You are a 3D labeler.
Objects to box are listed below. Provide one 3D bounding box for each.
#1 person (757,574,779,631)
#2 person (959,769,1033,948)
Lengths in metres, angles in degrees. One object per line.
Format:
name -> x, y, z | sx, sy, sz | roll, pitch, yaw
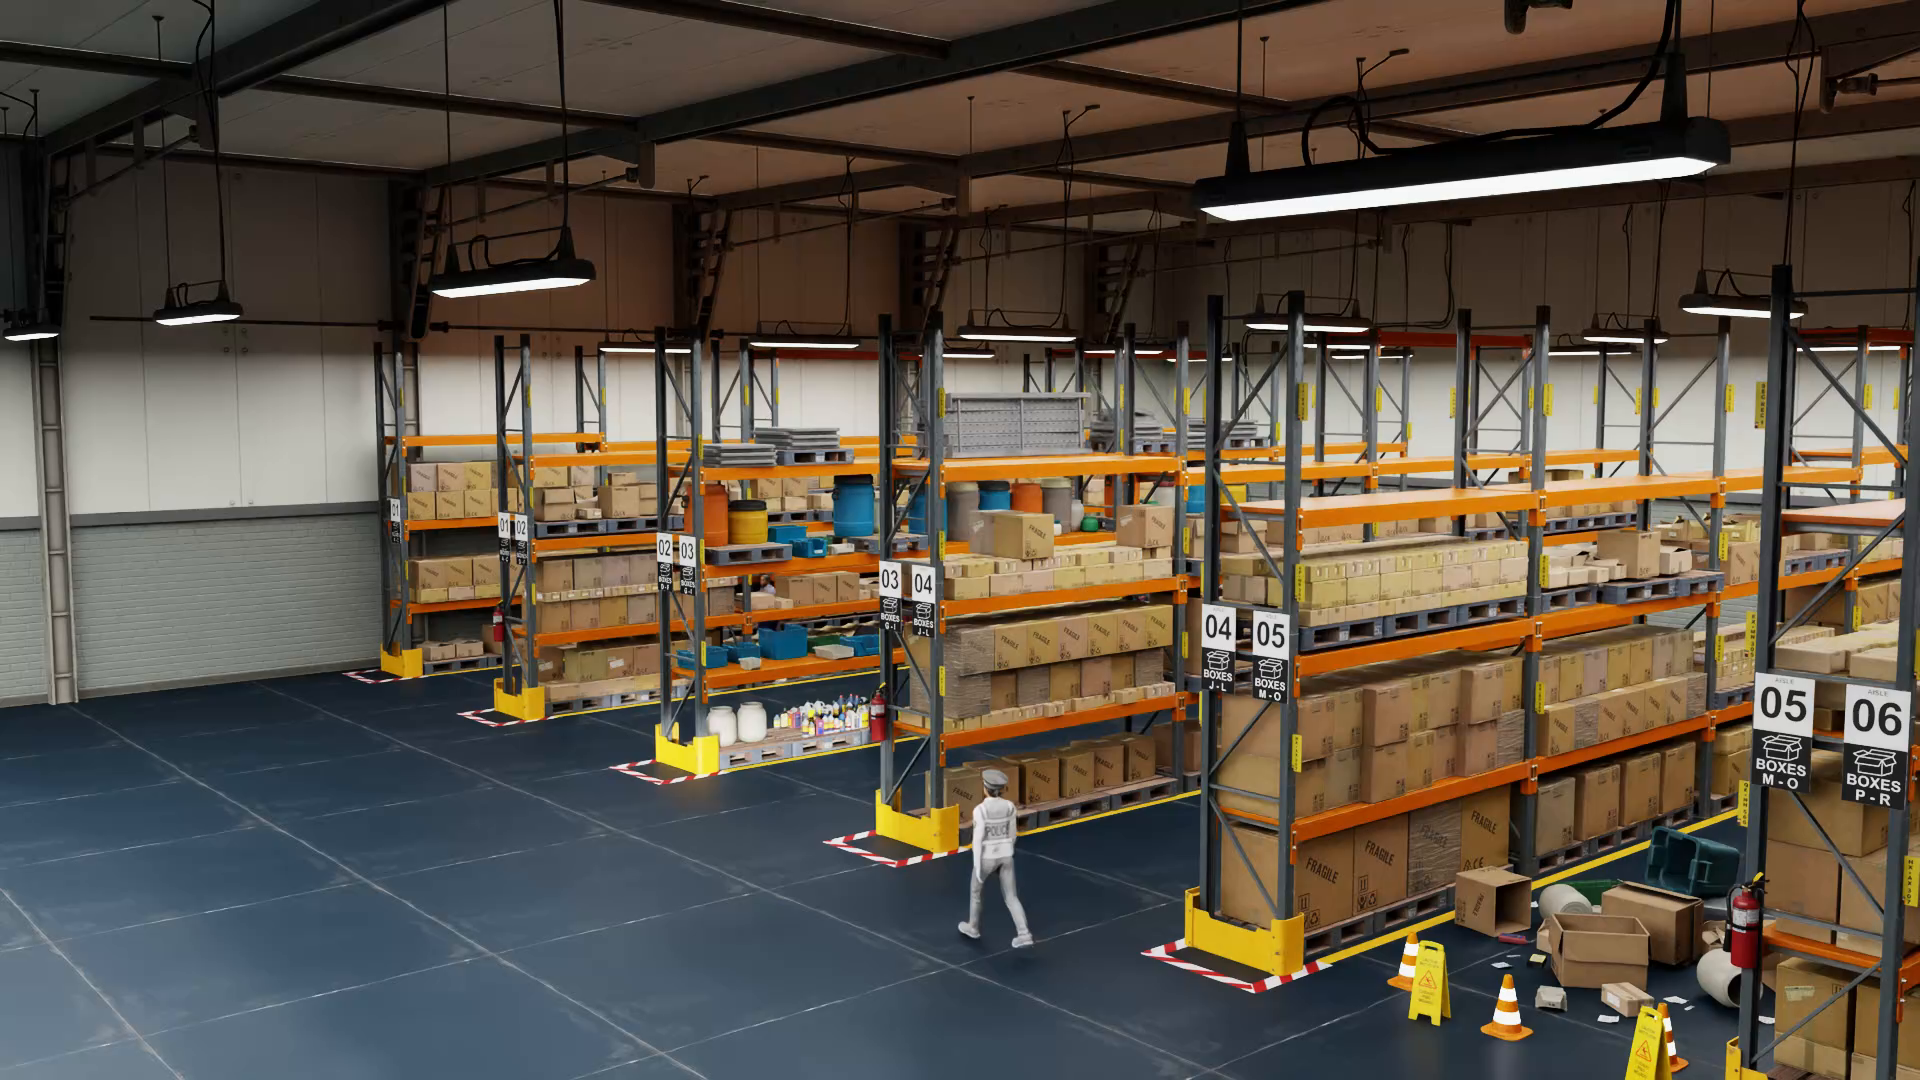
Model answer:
person -> -3.640, 1.450, 32.054 | 0.558, 1.632, 0.571 | -4, 7, -39
person -> 0.319, 2.941, 15.370 | 0.491, 1.636, 1.020 | -3, 6, -29
